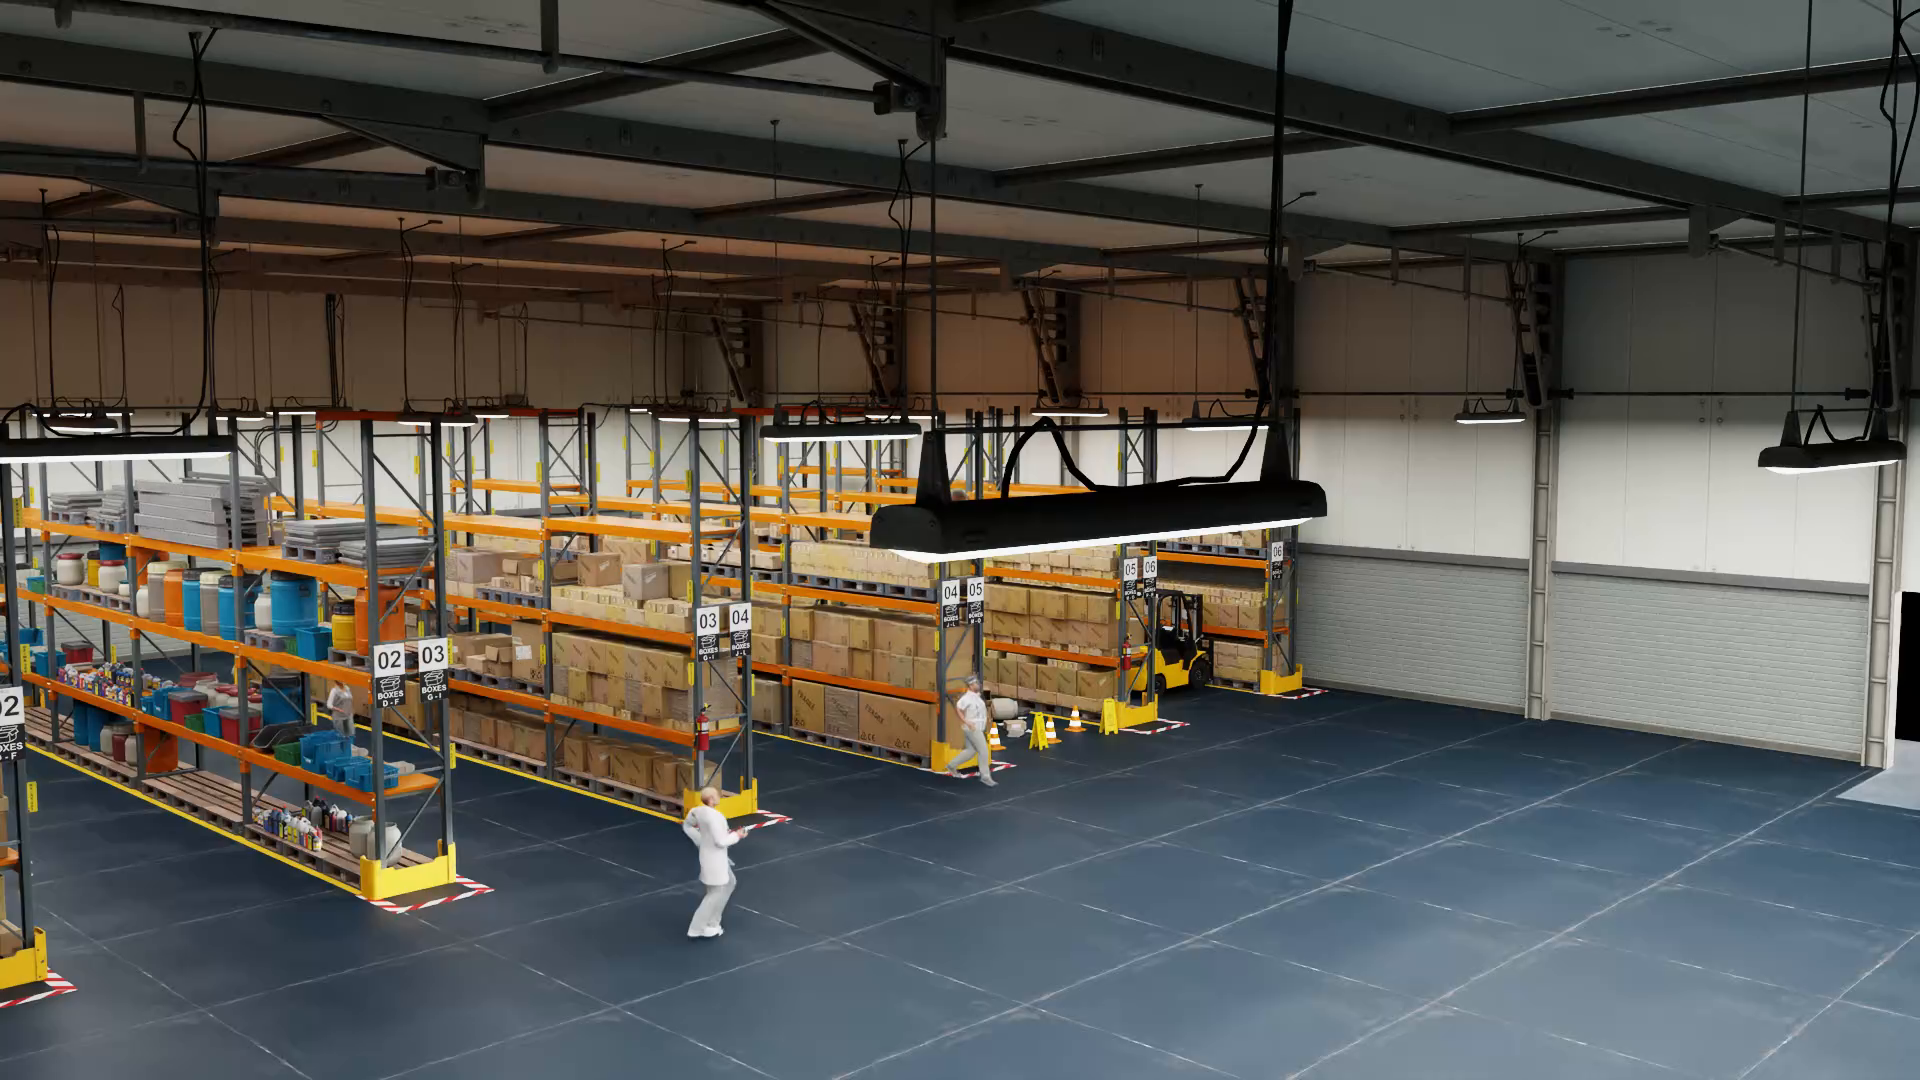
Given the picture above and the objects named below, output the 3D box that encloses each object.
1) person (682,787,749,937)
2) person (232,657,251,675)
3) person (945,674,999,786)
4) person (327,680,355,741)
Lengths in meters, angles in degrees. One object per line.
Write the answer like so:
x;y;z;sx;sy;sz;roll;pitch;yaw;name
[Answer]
-2.829;3.747;19.319;0.734;1.805;0.687;-2;6;-24;person
-15.833;2.242;37.010;0.765;1.705;0.608;-3;6;-30;person
0.197;3.074;26.976;0.908;1.804;0.700;1;5;7;person
-10.539;3.045;28.296;0.812;1.596;0.538;3;6;31;person
